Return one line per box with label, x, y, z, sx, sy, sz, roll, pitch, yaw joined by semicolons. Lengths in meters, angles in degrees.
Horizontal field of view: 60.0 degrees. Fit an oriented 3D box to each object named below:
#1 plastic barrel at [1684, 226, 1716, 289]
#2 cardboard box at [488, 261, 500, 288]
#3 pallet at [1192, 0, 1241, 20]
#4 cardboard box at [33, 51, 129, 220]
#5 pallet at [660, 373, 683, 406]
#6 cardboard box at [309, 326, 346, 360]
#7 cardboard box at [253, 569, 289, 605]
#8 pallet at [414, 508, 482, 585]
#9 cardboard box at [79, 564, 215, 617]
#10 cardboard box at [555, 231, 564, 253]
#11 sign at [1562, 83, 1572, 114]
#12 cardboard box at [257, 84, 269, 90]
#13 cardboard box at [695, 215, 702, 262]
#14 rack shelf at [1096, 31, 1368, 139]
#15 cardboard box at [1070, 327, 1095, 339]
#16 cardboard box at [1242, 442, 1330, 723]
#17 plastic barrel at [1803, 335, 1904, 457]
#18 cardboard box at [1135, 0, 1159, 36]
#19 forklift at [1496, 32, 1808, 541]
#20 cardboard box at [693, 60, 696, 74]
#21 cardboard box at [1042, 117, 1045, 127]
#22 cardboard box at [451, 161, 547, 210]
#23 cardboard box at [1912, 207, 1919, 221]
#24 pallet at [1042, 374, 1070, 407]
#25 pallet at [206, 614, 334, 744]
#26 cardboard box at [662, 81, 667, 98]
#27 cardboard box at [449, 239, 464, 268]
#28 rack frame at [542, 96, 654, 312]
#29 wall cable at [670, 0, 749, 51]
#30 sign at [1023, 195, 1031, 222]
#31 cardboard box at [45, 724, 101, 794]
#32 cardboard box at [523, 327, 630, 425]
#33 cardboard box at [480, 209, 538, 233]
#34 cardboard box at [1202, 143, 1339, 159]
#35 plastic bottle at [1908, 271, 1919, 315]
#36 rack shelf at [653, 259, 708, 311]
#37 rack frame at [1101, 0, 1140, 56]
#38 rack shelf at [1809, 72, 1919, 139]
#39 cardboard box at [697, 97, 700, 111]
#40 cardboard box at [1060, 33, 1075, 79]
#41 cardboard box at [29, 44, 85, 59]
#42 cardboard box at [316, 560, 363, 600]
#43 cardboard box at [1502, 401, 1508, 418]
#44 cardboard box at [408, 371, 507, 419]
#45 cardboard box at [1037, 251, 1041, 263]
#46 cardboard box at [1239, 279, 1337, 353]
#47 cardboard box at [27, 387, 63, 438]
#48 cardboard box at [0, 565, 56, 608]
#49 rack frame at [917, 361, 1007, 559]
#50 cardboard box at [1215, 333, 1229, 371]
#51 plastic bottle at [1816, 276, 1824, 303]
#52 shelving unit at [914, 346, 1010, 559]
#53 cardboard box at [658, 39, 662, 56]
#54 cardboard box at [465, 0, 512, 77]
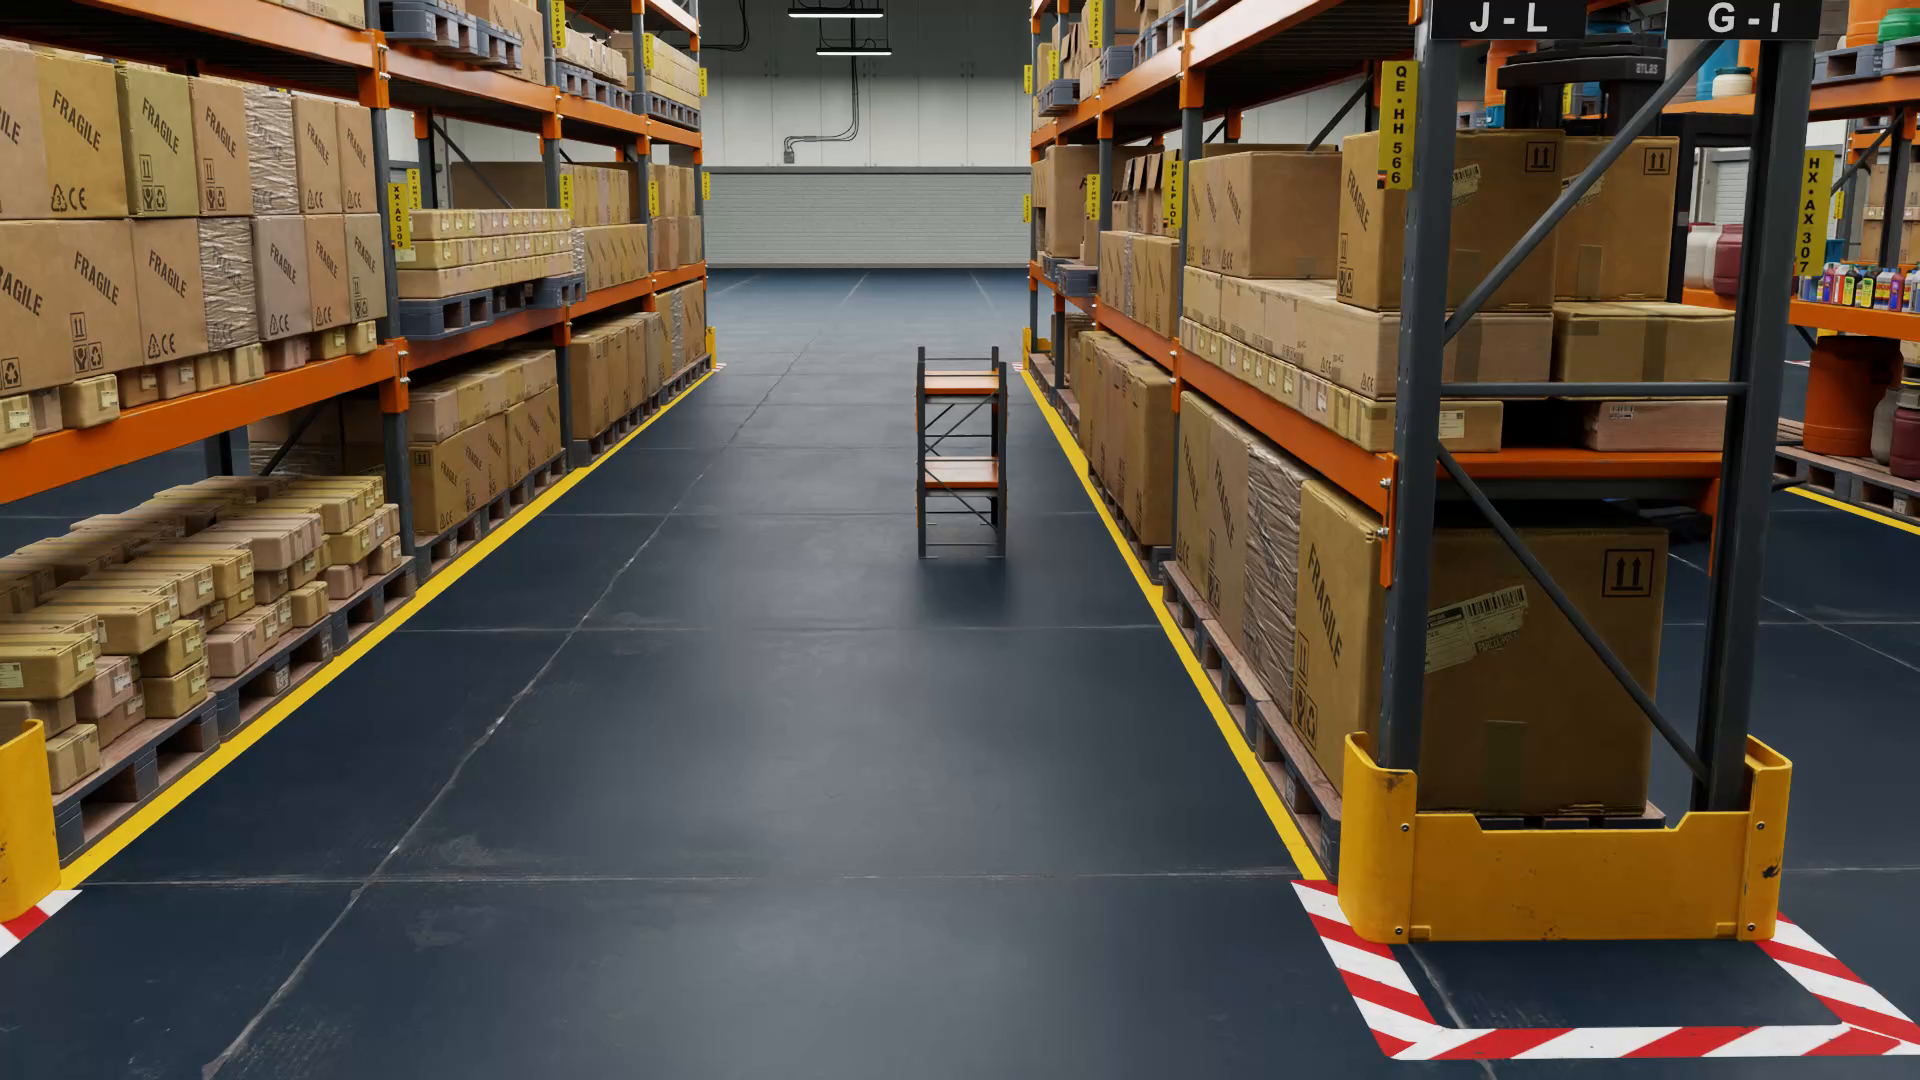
plastic barrel;6.232;-2.351;13.823;0.421;0.512;0.421;0;11;0
cardboard box;-2.926;-1.562;9.787;0.380;0.149;0.250;-1;11;-4
pallet;1.612;-2.458;7.307;1.003;0.211;1.213;0;11;-1
cardboard box;-3.033;-1.274;5.278;0.500;0.500;0.500;0;11;0
pallet;-3.458;-1.568;17.259;1.003;0.211;1.213;0;11;-1
cardboard box;-3.055;-0.910;7.633;0.380;0.149;0.250;0;11;1
cardboard box;-3.072;0.175;7.020;0.380;0.149;0.250;-1;11;-4
pallet;-3.373;0.019;9.437;1.003;0.211;1.213;0;11;-1
cardboard box;-3.031;0.187;6.211;0.380;0.149;0.250;0;11;1
cardboard box;-2.965;-2.068;11.534;0.380;0.149;0.250;0;11;1
sign;5.842;-4.279;16.038;0.100;0.325;0.005;0;11;-1
cardboard box;-8.248;-5.210;19.278;0.380;0.149;0.250;0;11;-1
cardboard box;-3.550;-3.579;19.777;0.875;0.550;0.550;0;11;-1
rack shelf;1.564;-2.709;10.131;1.077;0.370;4.000;0;11;-1
cardboard box;1.453;-1.958;17.398;0.500;0.500;0.500;4;12;17
cardboard box;1.576;0.129;6.166;0.875;0.875;0.875;0;11;-1
plastic barrel;6.502;-1.054;12.113;0.600;0.830;0.708;0;11;-1
cardboard box;1.608;-3.594;11.371;0.797;0.503;0.637;0;11;2
forklift;4.062;-1.511;10.135;3.031;2.935;1.130;-7;13;-30
cardboard box;-3.253;-5.456;19.183;0.380;0.149;0.250;0;11;-1
cardboard box;1.148;-4.574;17.895;0.500;0.250;0.500;0;11;1
cardboard box;-3.437;-2.617;12.647;0.700;0.500;0.500;0;11;-1
cardboard box;11.078;-3.702;18.878;0.380;0.149;0.250;-1;11;-3
pallet;1.391;-1.551;17.172;1.003;0.211;1.213;0;11;-1
pallet;-3.278;0.550;6.818;1.003;0.211;1.213;0;11;-1
cardboard box;-3.204;-4.610;17.018;0.380;0.149;0.250;0;11;-2
cardboard box;-2.911;-1.554;9.000;0.380;0.149;0.250;0;11;-2
rack frame;-3.521;-2.784;16.236;1.000;3.000;0.127;0;11;-1
wall cable;-7.959;-16.076;50.334;3.097;2.526;0.112;0;11;-1
sign;0.815;-4.001;20.059;0.100;0.325;0.005;0;11;-1
cardboard box;-2.963;0.688;5.239;0.380;0.149;0.250;0;11;0
cardboard box;-3.382;-1.387;13.953;1.050;0.750;0.750;0;11;0
cardboard box;-2.953;-2.064;10.769;0.380;0.149;0.250;0;11;-1
cardboard box;1.584;-1.861;8.914;0.797;0.503;0.637;-1;11;-3
plastic bottle;6.189;-1.585;10.641;0.152;0.276;0.135;0;11;-1
rack shelf;-3.562;-2.829;18.267;1.077;0.370;4.000;0;11;-1
rack frame;1.523;-4.929;11.721;1.000;3.000;0.127;0;11;-1
rack shelf;6.516;-2.729;10.232;1.077;0.370;4.000;0;11;-1
cardboard box;-3.257;-5.116;19.511;0.380;0.149;0.250;0;11;-1
cardboard box;1.351;-4.417;15.424;0.797;0.503;0.637;-1;11;-4
cardboard box;-8.328;-4.476;15.096;0.500;0.250;0.500;0;11;0
cardboard box;-3.015;0.179;7.747;0.380;0.149;0.250;-1;11;-3
cardboard box;1.992;-0.501;5.616;0.380;0.149;0.250;0;11;-2
cardboard box;-3.126;-0.897;10.280;0.500;0.250;0.500;0;11;1
cardboard box;1.102;-3.299;19.407;0.380;0.149;0.250;0;11;-1
cardboard box;1.378;-0.872;6.440;0.500;0.250;0.500;0;11;-1
cardboard box;-2.998;-0.391;5.075;0.380;0.149;0.250;0;11;1
cardboard box;-3.620;0.191;6.189;0.380;0.149;0.250;0;11;1
rack frame;0.011;-0.449;9.443;0.500;1.125;0.032;0;11;-1
cardboard box;1.304;-0.803;7.103;0.380;0.149;0.250;0;11;-2
plastic bottle;6.138;-1.782;11.798;0.097;0.201;0.097;0;11;0
shelving unit;0.000;-0.550;9.941;0.538;1.125;1.048;0;11;-1
cardboard box;-3.200;-4.951;16.693;0.380;0.149;0.250;0;11;-2
cardboard box;-3.142;-3.196;10.474;0.500;0.500;0.500;0;11;-1
